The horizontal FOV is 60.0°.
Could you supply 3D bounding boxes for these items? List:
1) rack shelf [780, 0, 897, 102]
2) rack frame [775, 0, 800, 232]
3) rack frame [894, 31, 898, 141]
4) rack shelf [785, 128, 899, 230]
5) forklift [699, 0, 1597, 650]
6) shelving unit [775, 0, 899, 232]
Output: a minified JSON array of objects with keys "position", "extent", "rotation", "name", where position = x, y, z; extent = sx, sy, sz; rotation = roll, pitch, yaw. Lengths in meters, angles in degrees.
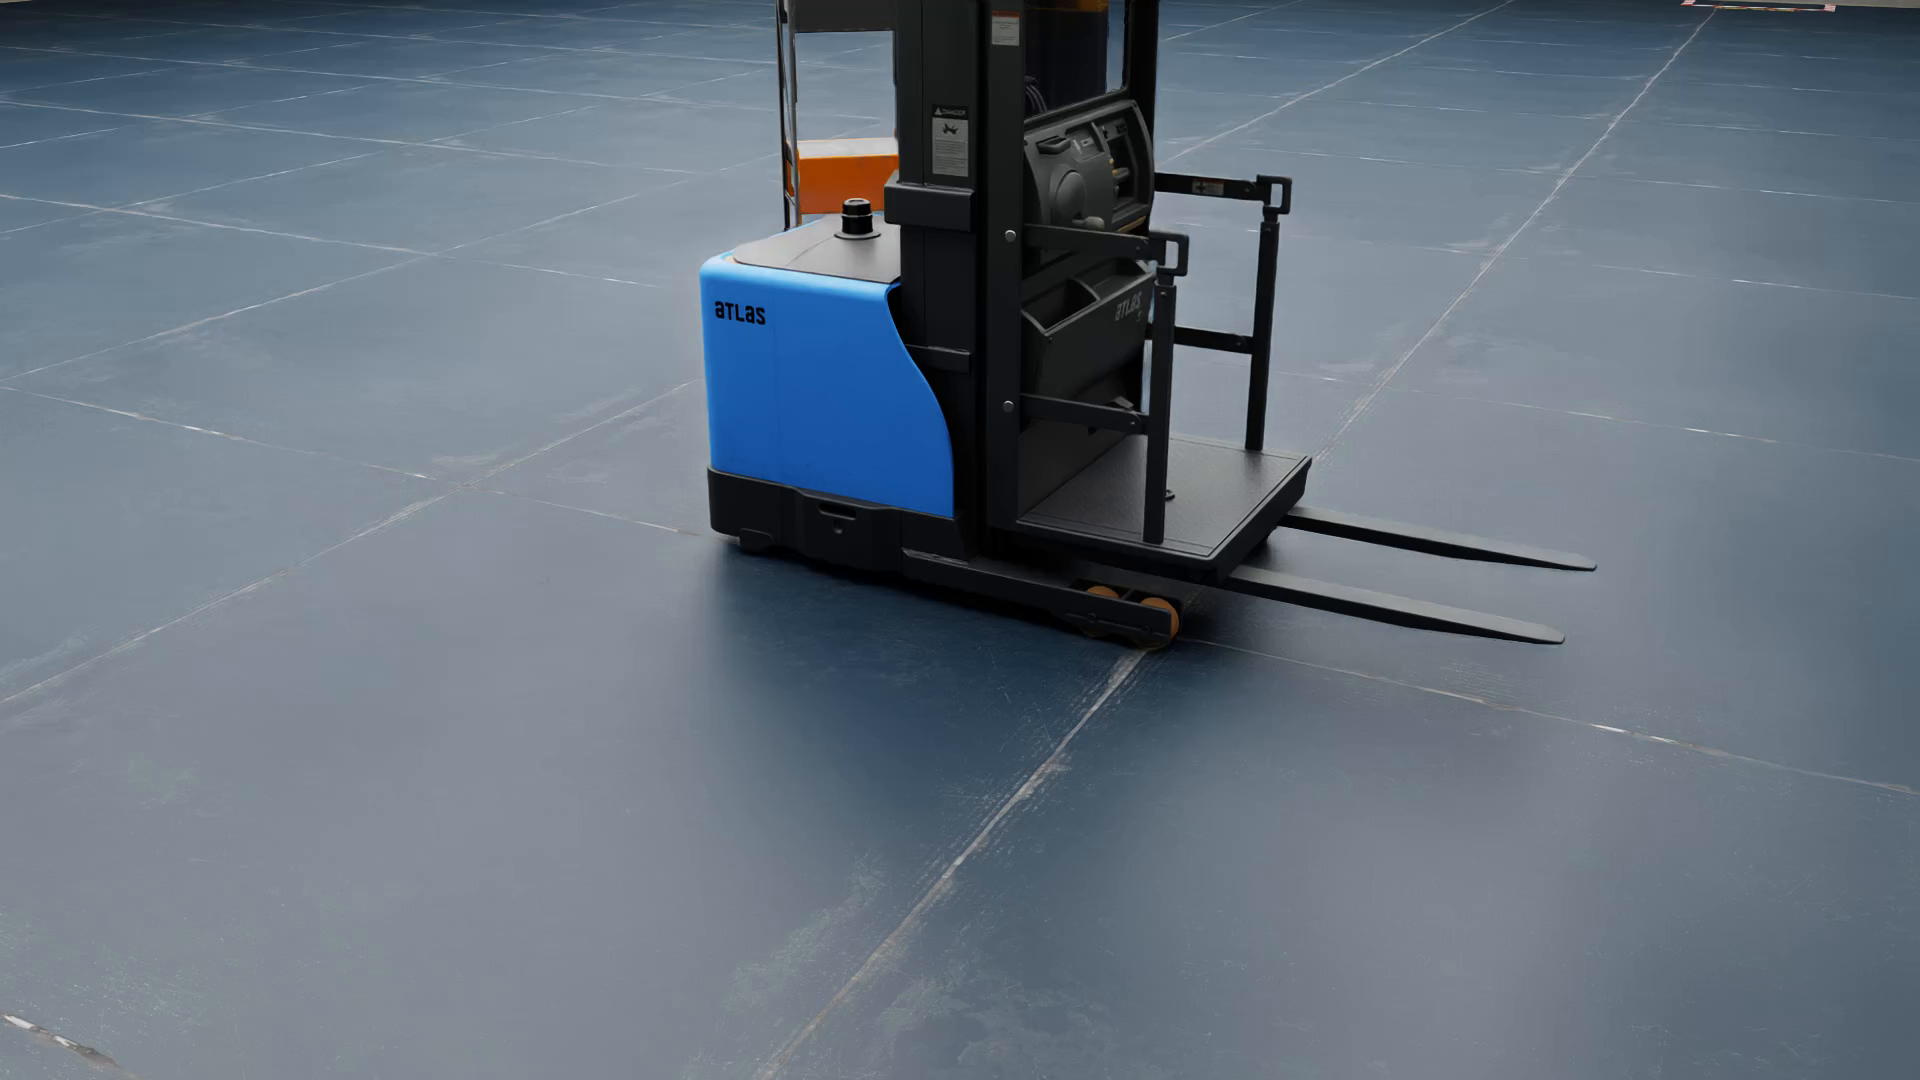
[{"position":[-0.458,-2.047,6.626],"extent":[0.480,0.518,0.431],"rotation":[-5,24,-12],"name":"rack shelf"},{"position":[-0.695,-1.393,6.843],"extent":[0.015,2.100,0.400],"rotation":[-5,24,-12],"name":"rack frame"},{"position":[-0.220,-1.437,6.946],"extent":[0.015,2.100,0.400],"rotation":[-5,24,-12],"name":"rack frame"},{"position":[-0.458,-1.402,6.900],"extent":[0.480,0.518,0.431],"rotation":[-5,24,-12],"name":"rack shelf"},{"position":[0.614,-1.229,5.395],"extent":[3.031,2.935,1.130],"rotation":[12,26,26],"name":"forklift"},{"position":[-0.458,-1.415,6.894],"extent":[0.503,2.100,0.431],"rotation":[-5,24,-12],"name":"shelving unit"}]
